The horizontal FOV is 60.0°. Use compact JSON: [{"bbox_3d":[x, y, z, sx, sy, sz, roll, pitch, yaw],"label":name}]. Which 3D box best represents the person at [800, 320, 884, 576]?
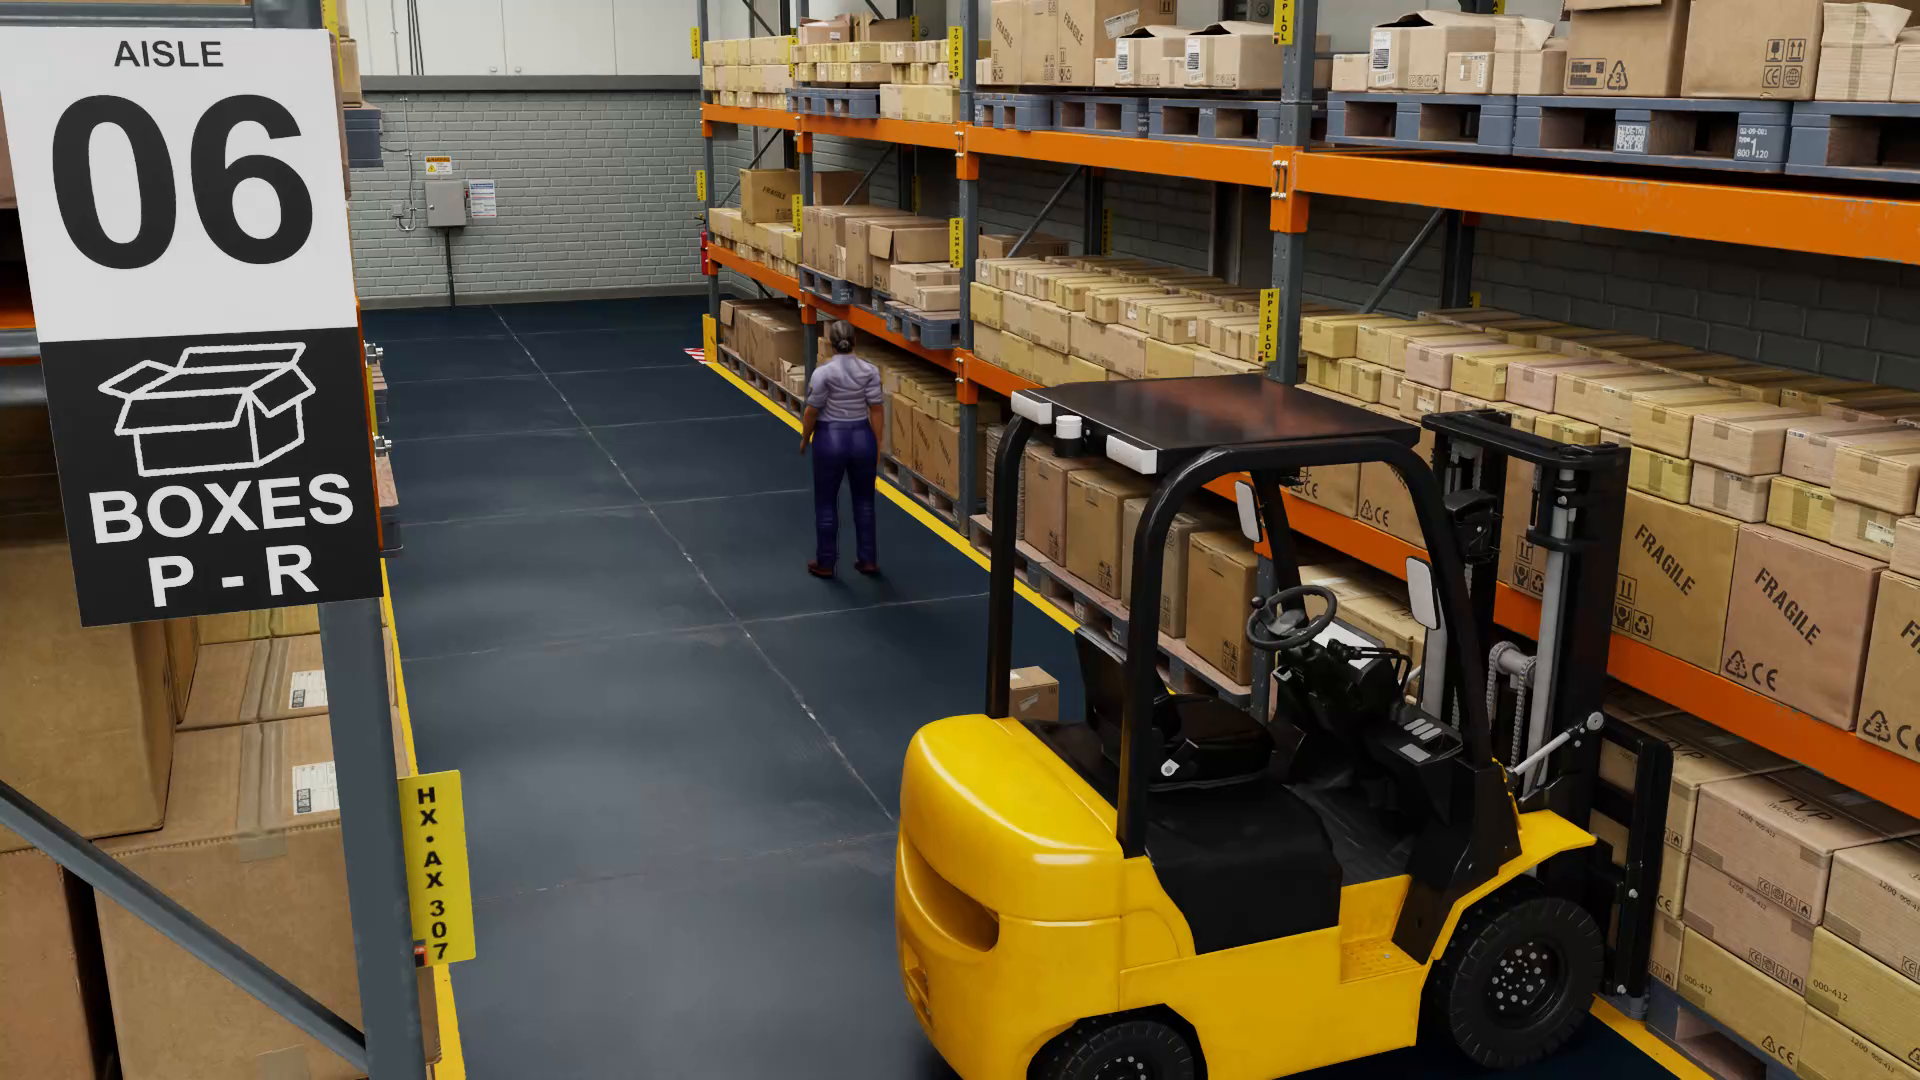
[{"bbox_3d":[-0.754,-0.570,10.550,0.493,1.672,0.437,-7,17,-22],"label":"person"}]
